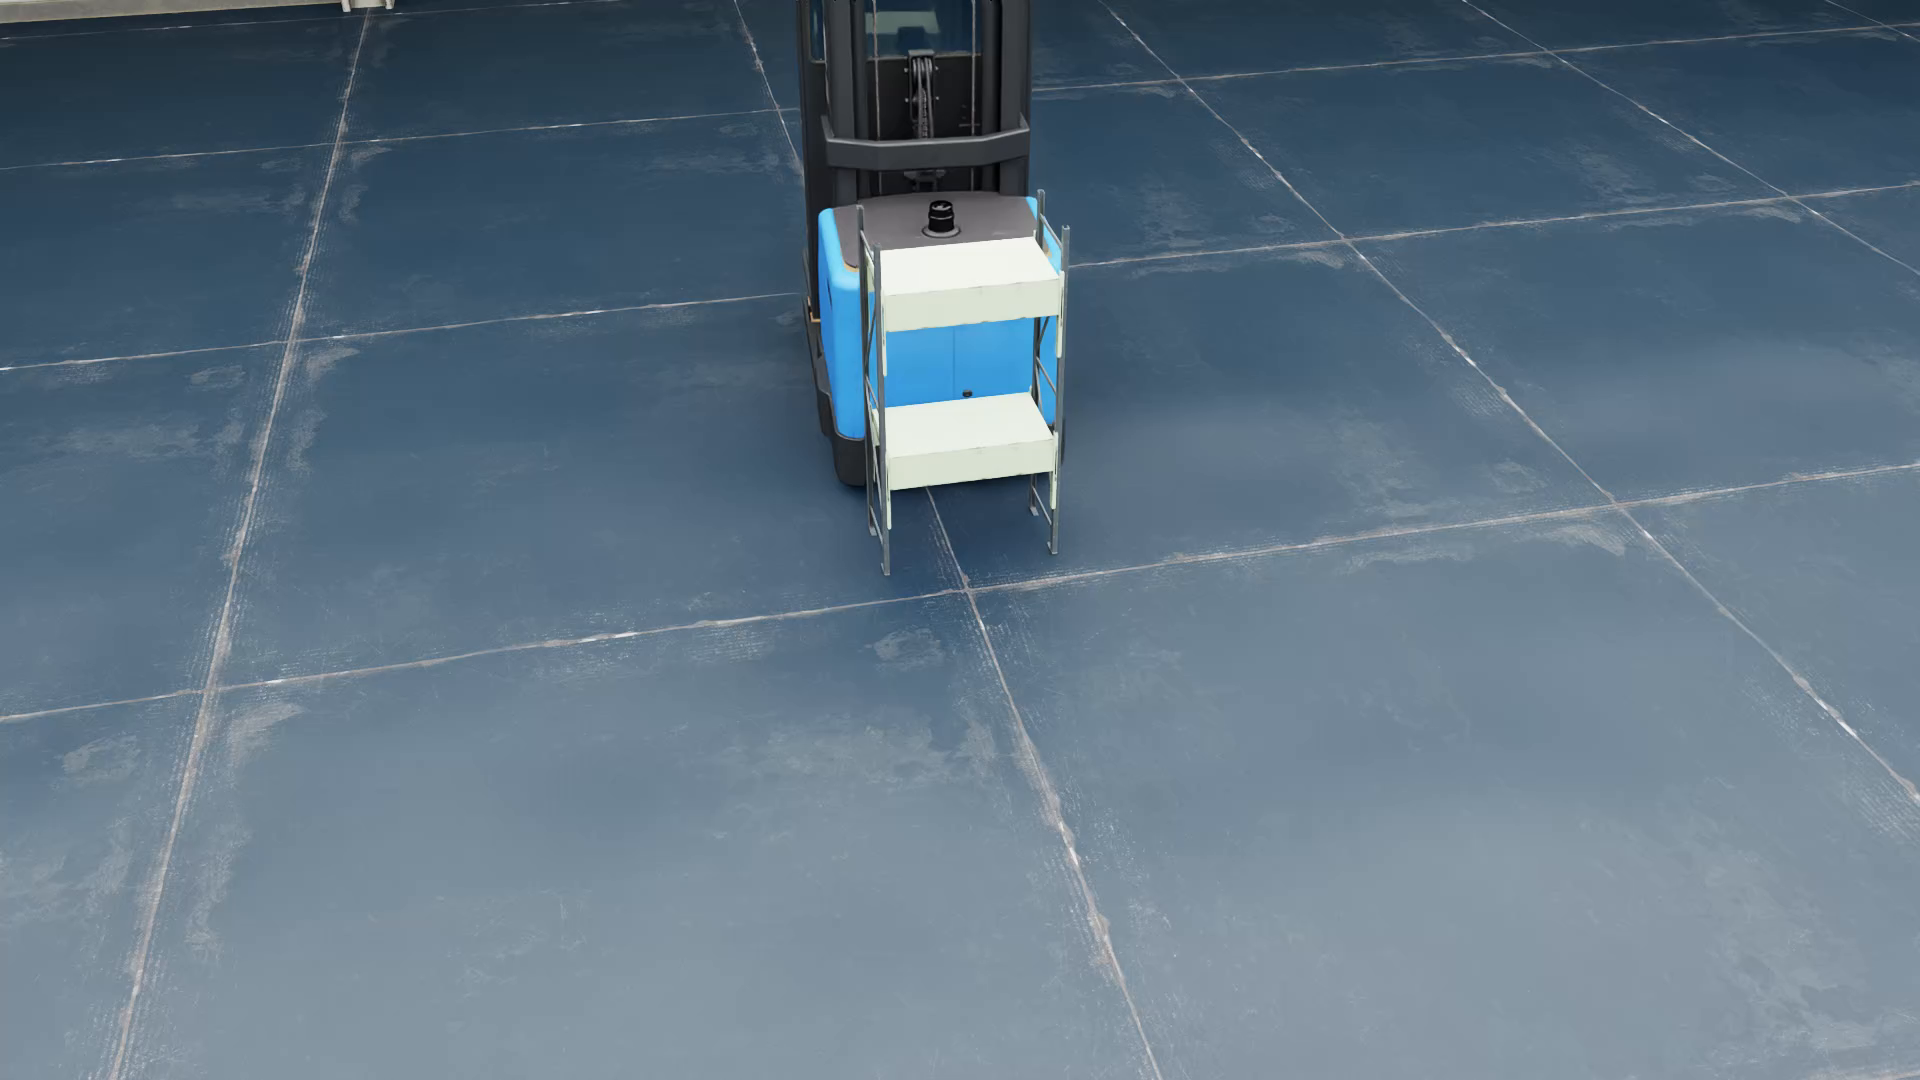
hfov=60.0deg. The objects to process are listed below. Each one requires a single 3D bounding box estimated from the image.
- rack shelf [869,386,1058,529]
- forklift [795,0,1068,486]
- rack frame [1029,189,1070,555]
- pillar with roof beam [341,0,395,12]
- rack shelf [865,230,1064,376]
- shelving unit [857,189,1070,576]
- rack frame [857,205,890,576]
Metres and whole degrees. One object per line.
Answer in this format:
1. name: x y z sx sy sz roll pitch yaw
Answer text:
1. rack shelf: 0.007 -0.353 7.015 0.720 0.370 0.431 -7 35 -11
2. forklift: -0.246 -2.270 8.002 1.130 2.935 3.031 -5 34 -7
3. rack frame: 0.363 -0.669 6.900 0.023 1.500 0.400 -7 35 -11
4. pillar with roof beam: -4.000 -5.881 7.938 0.400 9.000 9.100 -7 35 -11
5. rack shelf: 0.007 -0.948 6.616 0.720 0.370 0.431 -7 35 -11
6. shelving unit: 0.007 -0.624 6.833 0.755 1.500 0.431 -7 35 -11
7. rack frame: -0.350 -0.579 6.766 0.023 1.500 0.400 -7 35 -11
